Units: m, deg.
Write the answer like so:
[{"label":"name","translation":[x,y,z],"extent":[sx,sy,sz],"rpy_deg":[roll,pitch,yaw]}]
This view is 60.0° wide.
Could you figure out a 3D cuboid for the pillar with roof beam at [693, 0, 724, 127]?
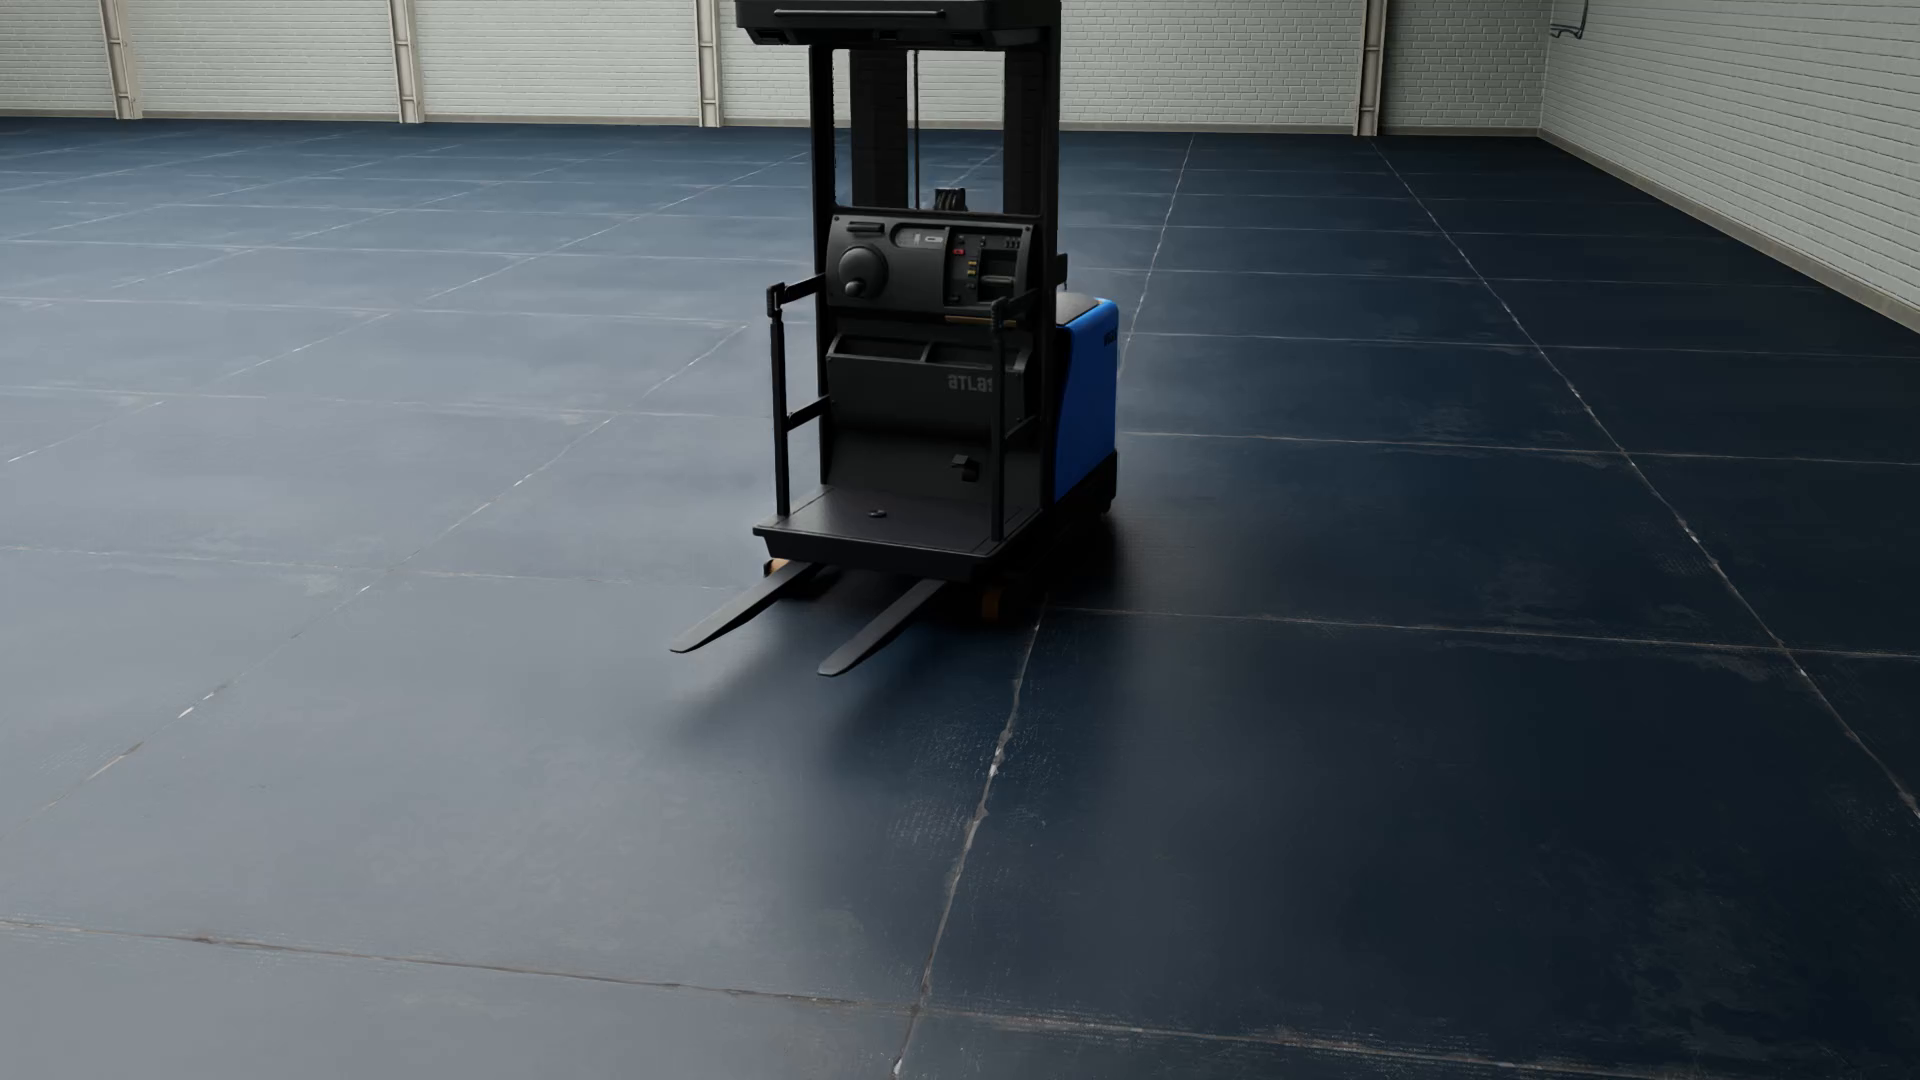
[{"label":"pillar with roof beam","translation":[-5.351,-10.702,25.825],"extent":[0.400,9.000,9.100],"rpy_deg":[3,19,9]}]

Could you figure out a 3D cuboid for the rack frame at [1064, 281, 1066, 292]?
[{"label":"rack frame","translation":[0.502,-0.849,8.659],"extent":[0.006,1.200,0.240],"rpy_deg":[7,18,20]}]

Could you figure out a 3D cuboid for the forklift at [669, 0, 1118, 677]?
[{"label":"forklift","translation":[-0.211,-1.184,6.943],"extent":[1.130,2.935,3.031],"rpy_deg":[7,20,20]}]

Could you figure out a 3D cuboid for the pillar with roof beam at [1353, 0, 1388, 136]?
[{"label":"pillar with roof beam","translation":[6.497,-10.098,24.020],"extent":[0.400,9.000,9.100],"rpy_deg":[3,19,9]}]

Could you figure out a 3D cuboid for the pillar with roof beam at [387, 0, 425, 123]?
[{"label":"pillar with roof beam","translation":[-11.276,-11.004,26.728],"extent":[0.400,9.000,9.100],"rpy_deg":[3,19,9]}]

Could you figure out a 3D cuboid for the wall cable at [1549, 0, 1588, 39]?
[{"label":"wall cable","translation":[9.878,-9.411,26.863],"extent":[0.112,2.526,3.097],"rpy_deg":[3,19,9]}]

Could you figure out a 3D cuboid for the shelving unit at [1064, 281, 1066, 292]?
[{"label":"shelving unit","translation":[0.416,-0.860,8.690],"extent":[0.189,1.200,0.258],"rpy_deg":[7,18,20]}]

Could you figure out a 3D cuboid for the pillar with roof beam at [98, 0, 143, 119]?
[{"label":"pillar with roof beam","translation":[-17.200,-11.306,27.630],"extent":[0.400,9.000,9.100],"rpy_deg":[3,19,9]}]
